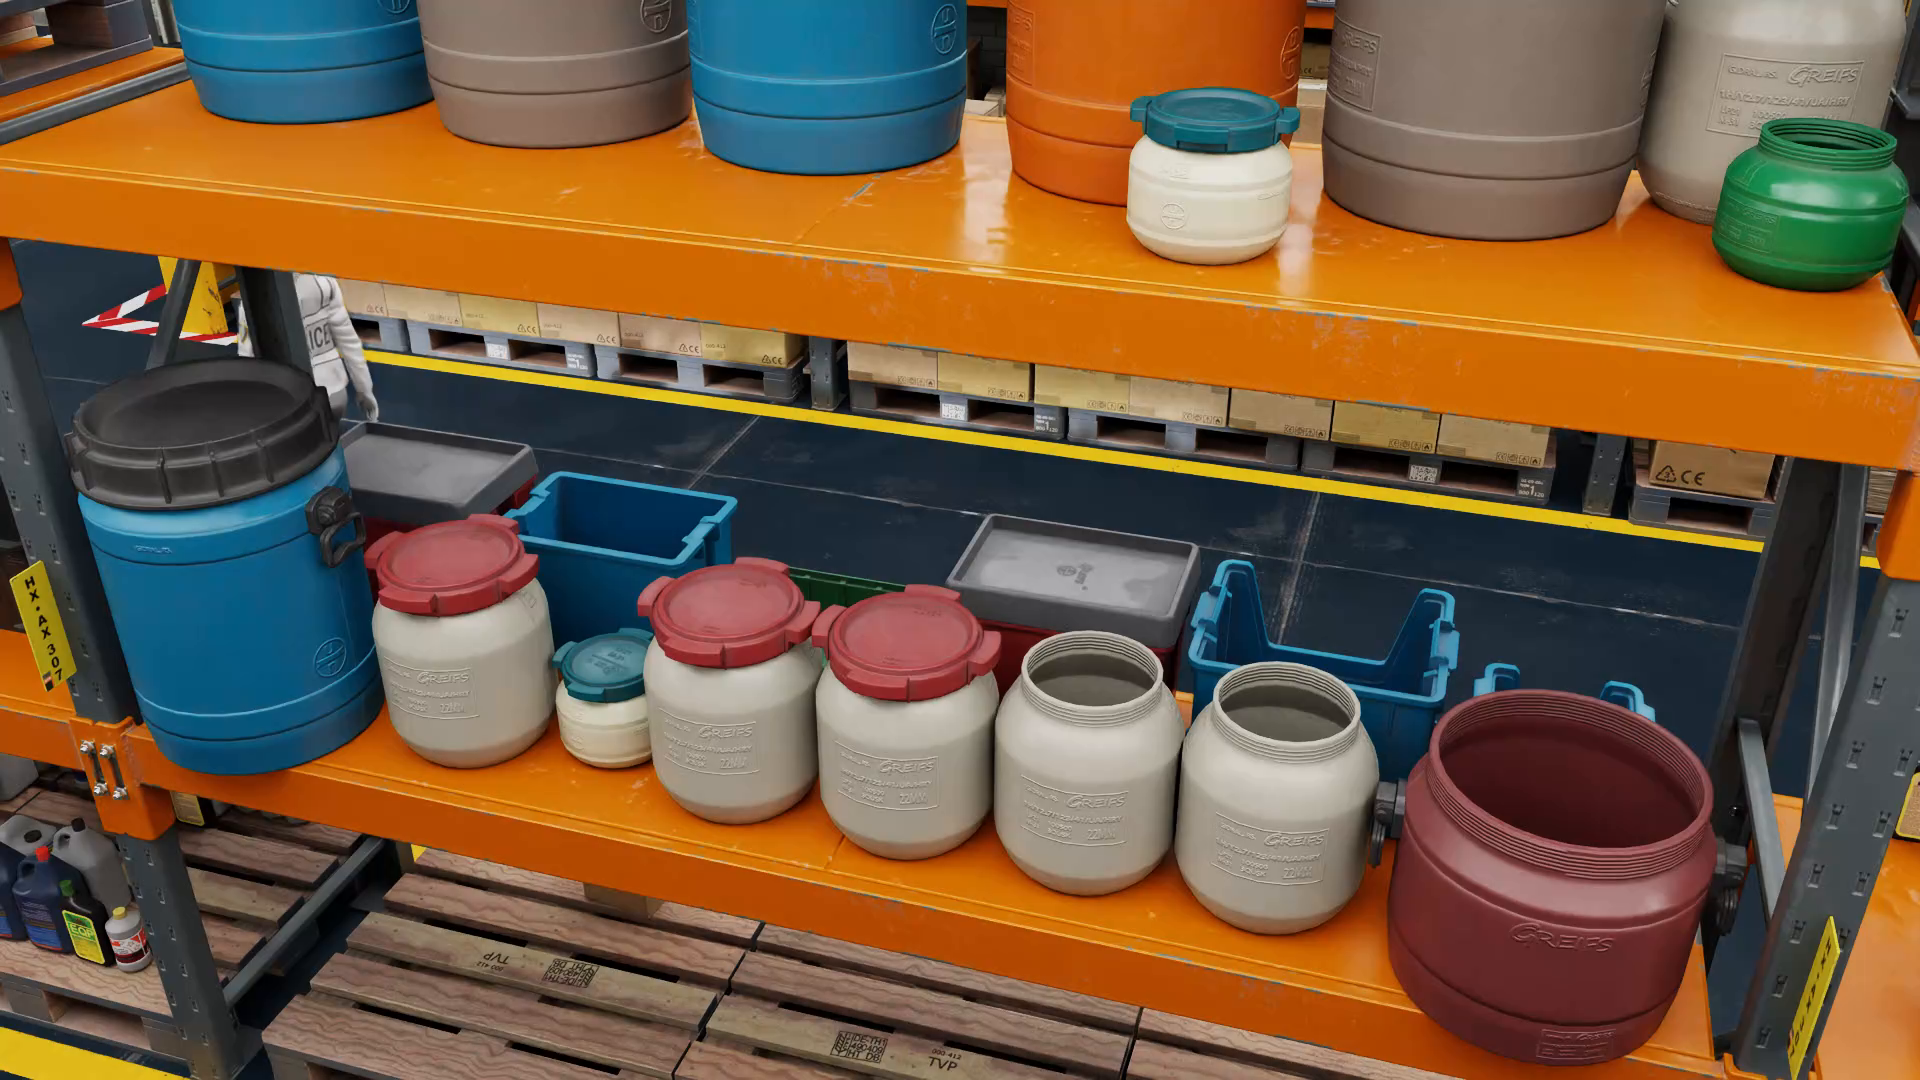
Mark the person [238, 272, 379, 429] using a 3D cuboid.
[{"bbox_3d":[-2.868,-0.611,7.191,0.751,1.720,0.526,20,35,32],"label":"person"}]
